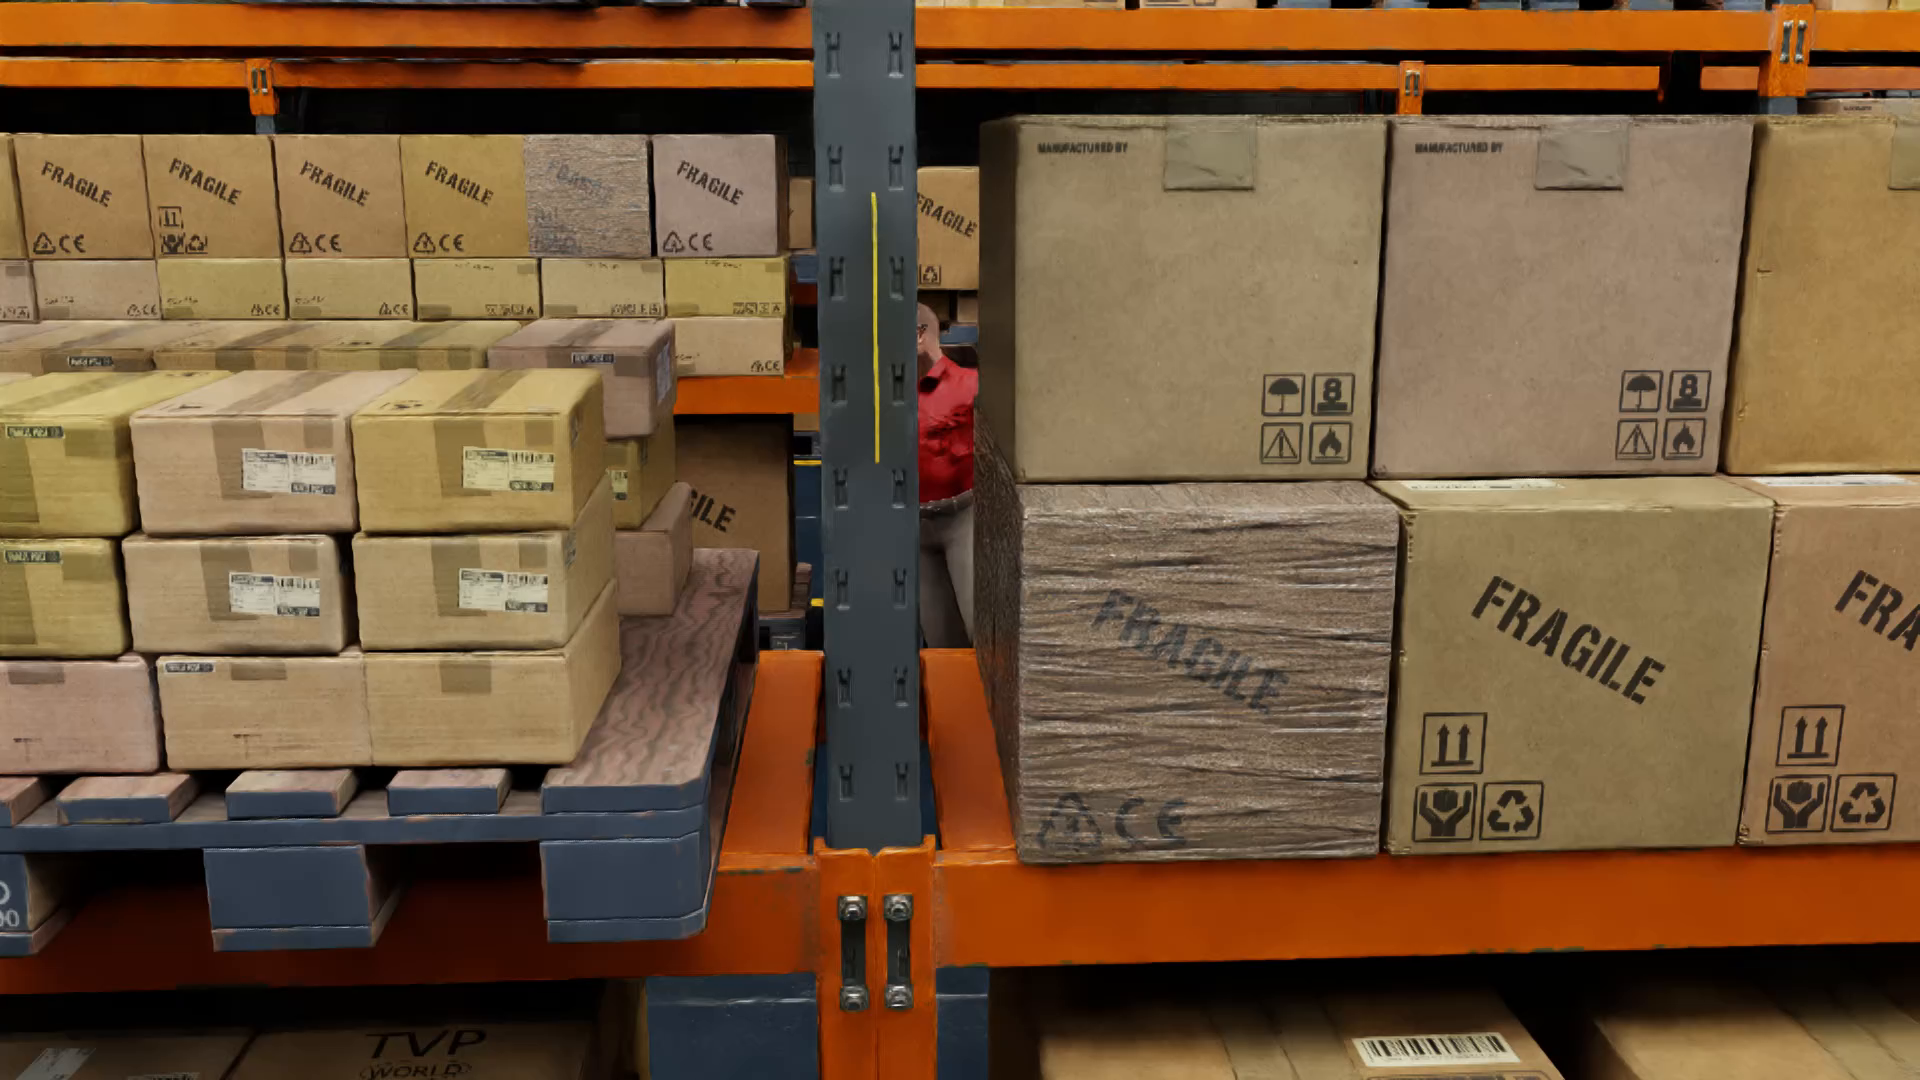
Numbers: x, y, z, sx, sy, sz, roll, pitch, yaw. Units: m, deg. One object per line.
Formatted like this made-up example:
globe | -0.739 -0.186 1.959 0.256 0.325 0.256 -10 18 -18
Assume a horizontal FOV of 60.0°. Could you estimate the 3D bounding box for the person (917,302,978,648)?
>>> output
person | -0.039 -0.028 6.186 0.655 1.685 0.627 5 14 18
